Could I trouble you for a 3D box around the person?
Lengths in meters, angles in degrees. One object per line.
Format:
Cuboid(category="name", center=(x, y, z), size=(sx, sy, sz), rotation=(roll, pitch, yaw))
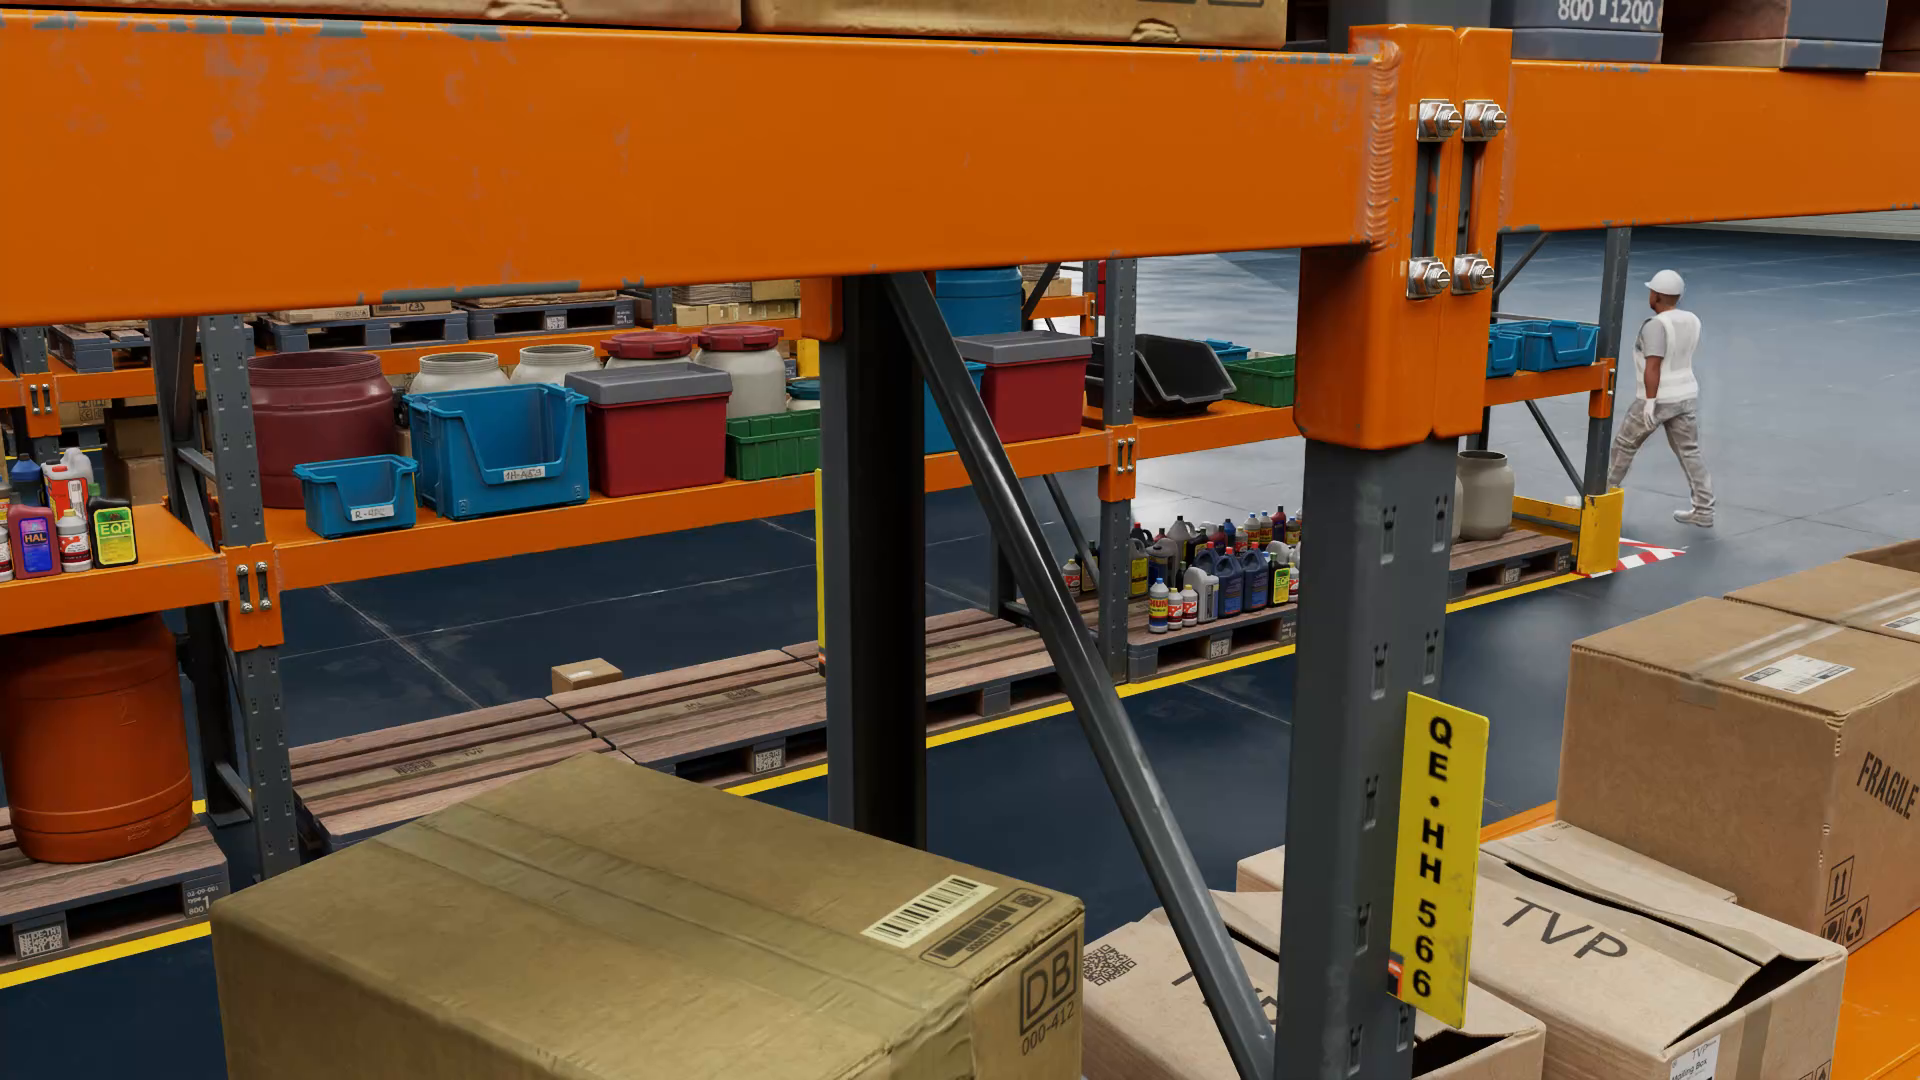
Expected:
Cuboid(category="person", center=(4.761, -1.002, 11.497), size=(0.660, 1.722, 0.994), rotation=(-9, 17, -31))
